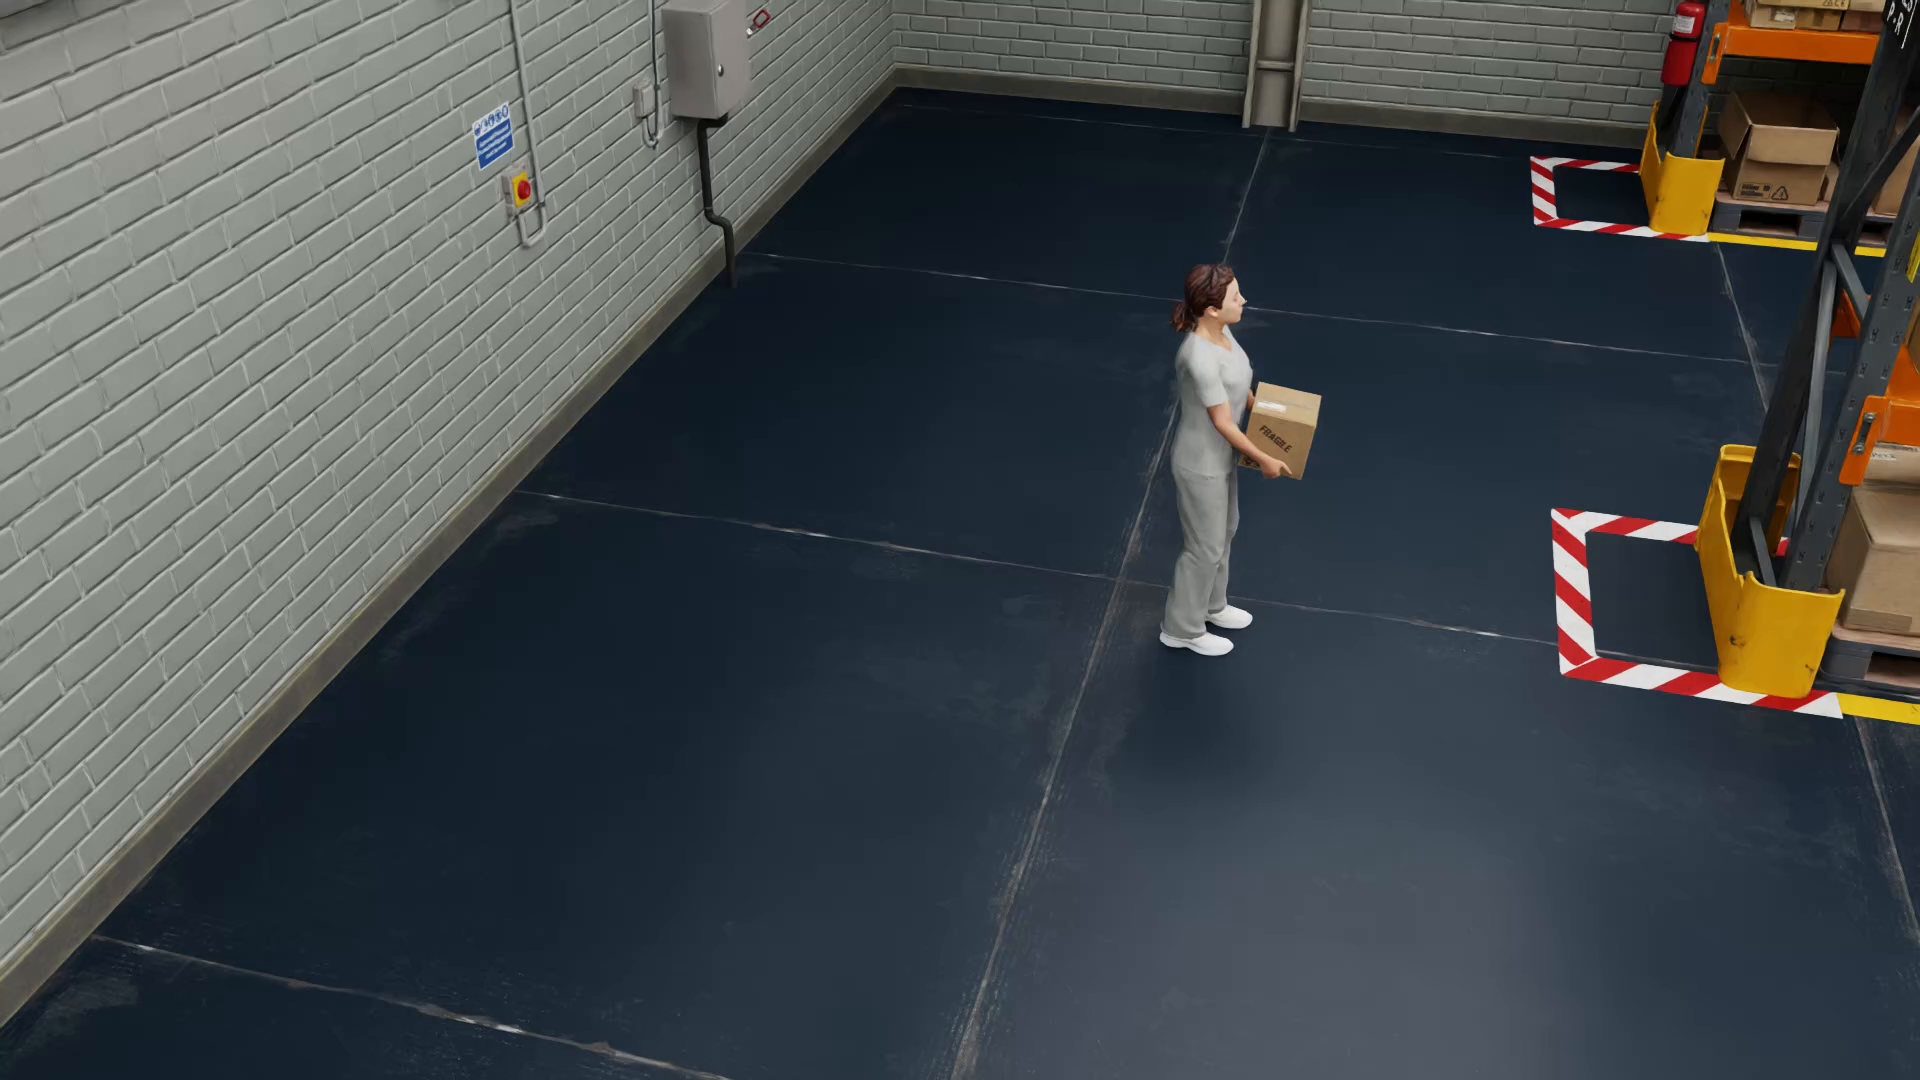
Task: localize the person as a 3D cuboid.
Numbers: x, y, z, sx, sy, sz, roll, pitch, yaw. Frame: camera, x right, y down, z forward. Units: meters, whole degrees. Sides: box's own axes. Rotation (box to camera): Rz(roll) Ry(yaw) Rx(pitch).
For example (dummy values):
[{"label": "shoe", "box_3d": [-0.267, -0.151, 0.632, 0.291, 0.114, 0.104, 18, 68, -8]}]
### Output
[{"label": "person", "box_3d": [1.056, -0.306, 6.624, 0.541, 1.667, 0.436, 8, 34, 13]}]
